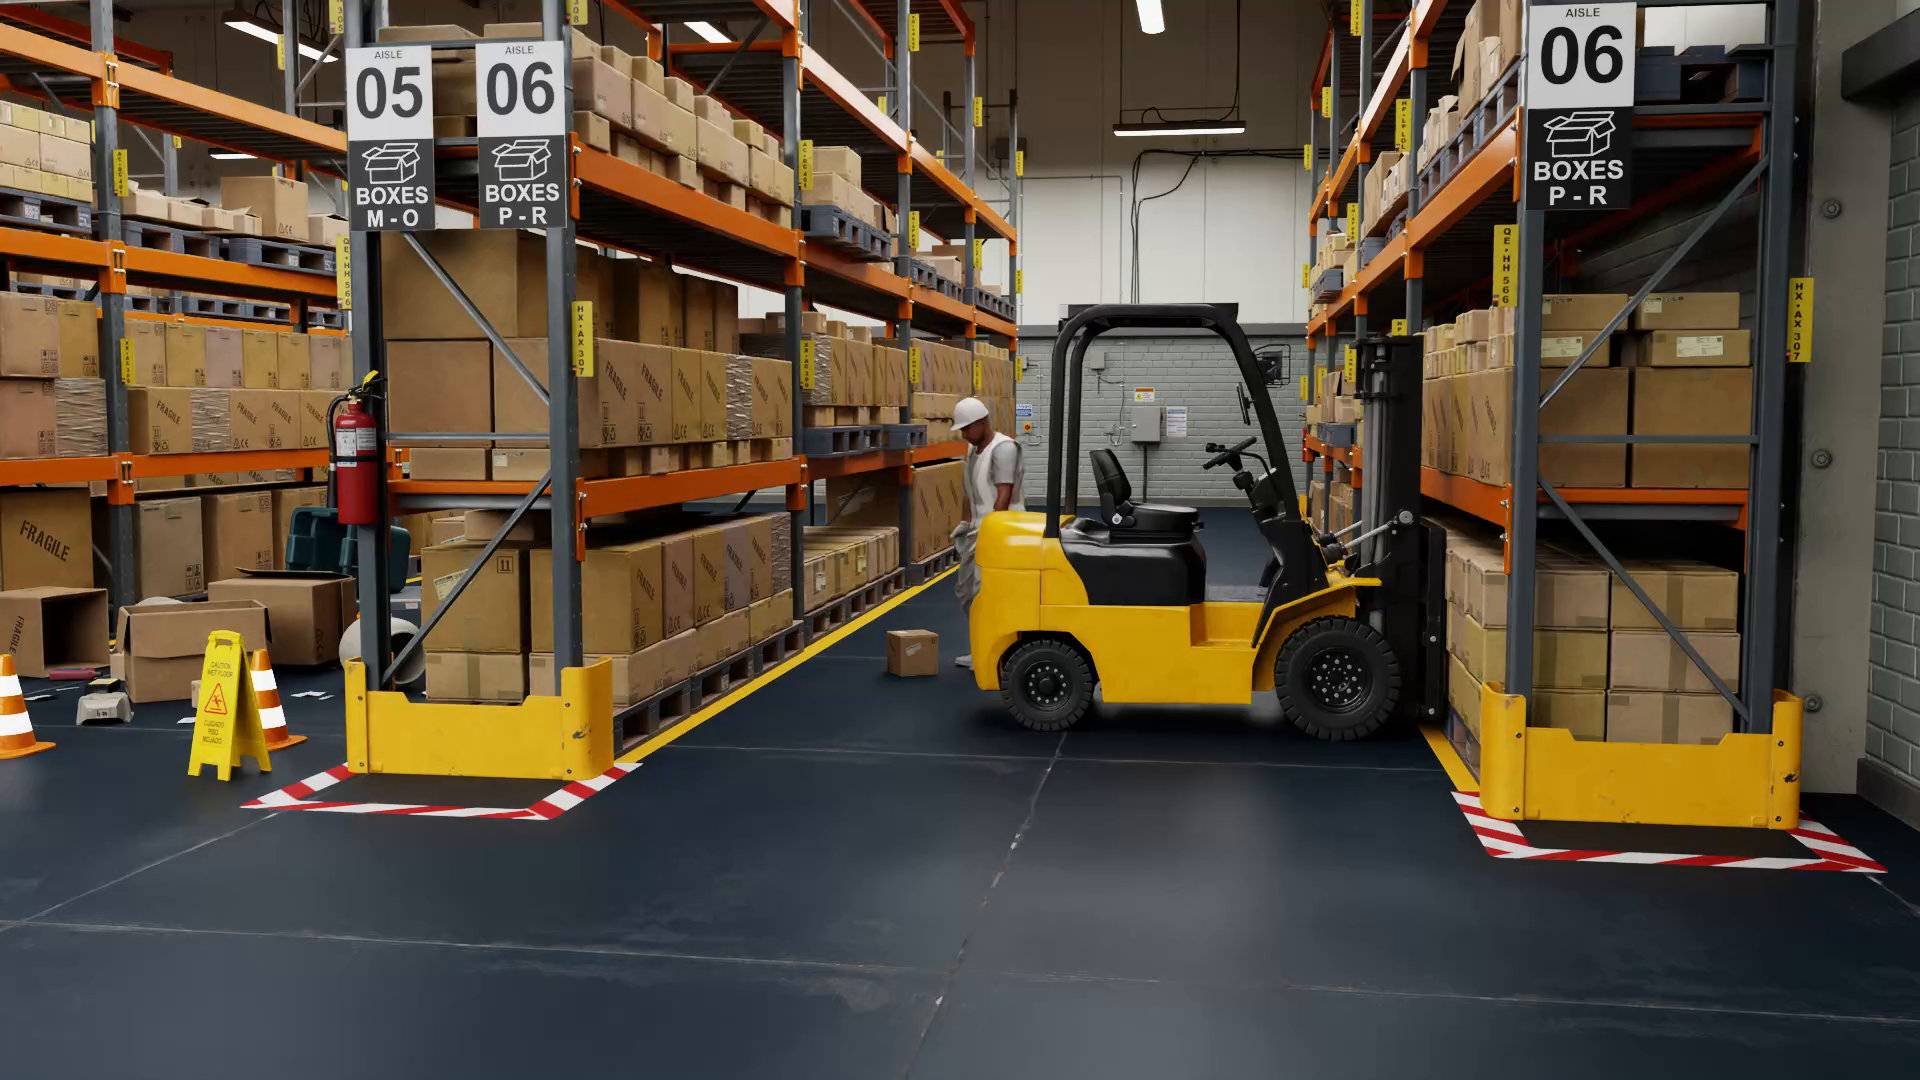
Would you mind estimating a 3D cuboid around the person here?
[{"bbox_3d":[0.173,-0.037,10.430,0.497,1.709,0.580,-2,5,-21],"label":"person"}]
